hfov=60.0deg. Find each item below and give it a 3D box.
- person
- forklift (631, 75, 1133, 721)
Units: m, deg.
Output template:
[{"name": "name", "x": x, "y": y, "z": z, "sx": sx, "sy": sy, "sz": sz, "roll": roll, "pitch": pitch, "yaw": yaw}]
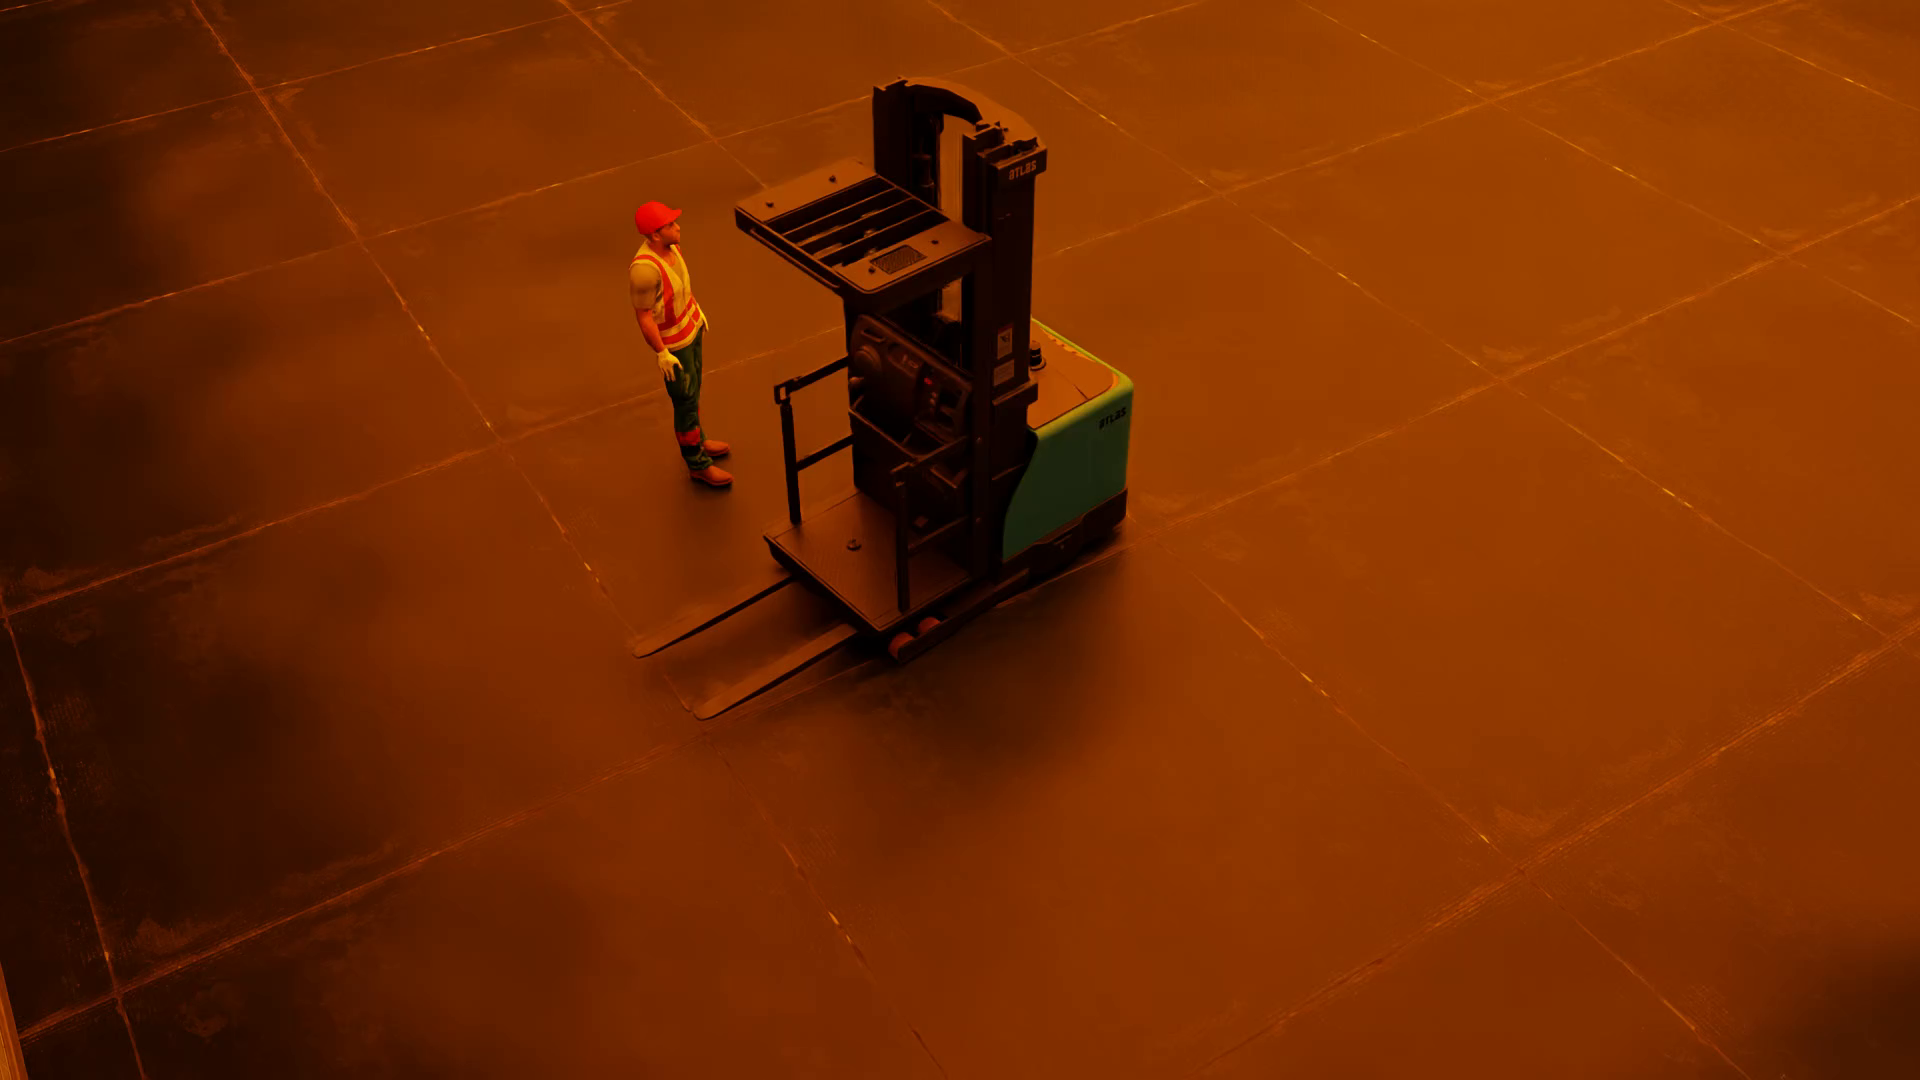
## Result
[{"name": "person", "x": -1.653, "y": -1.224, "z": 10.129, "sx": 0.561, "sy": 1.788, "sz": 0.639, "roll": 8, "pitch": 42, "yaw": 9}, {"name": "forklift", "x": -0.432, "y": -0.811, "z": 8.799, "sx": 3.031, "sy": 2.935, "sz": 1.130, "roll": -30, "pitch": 49, "yaw": -30}]
